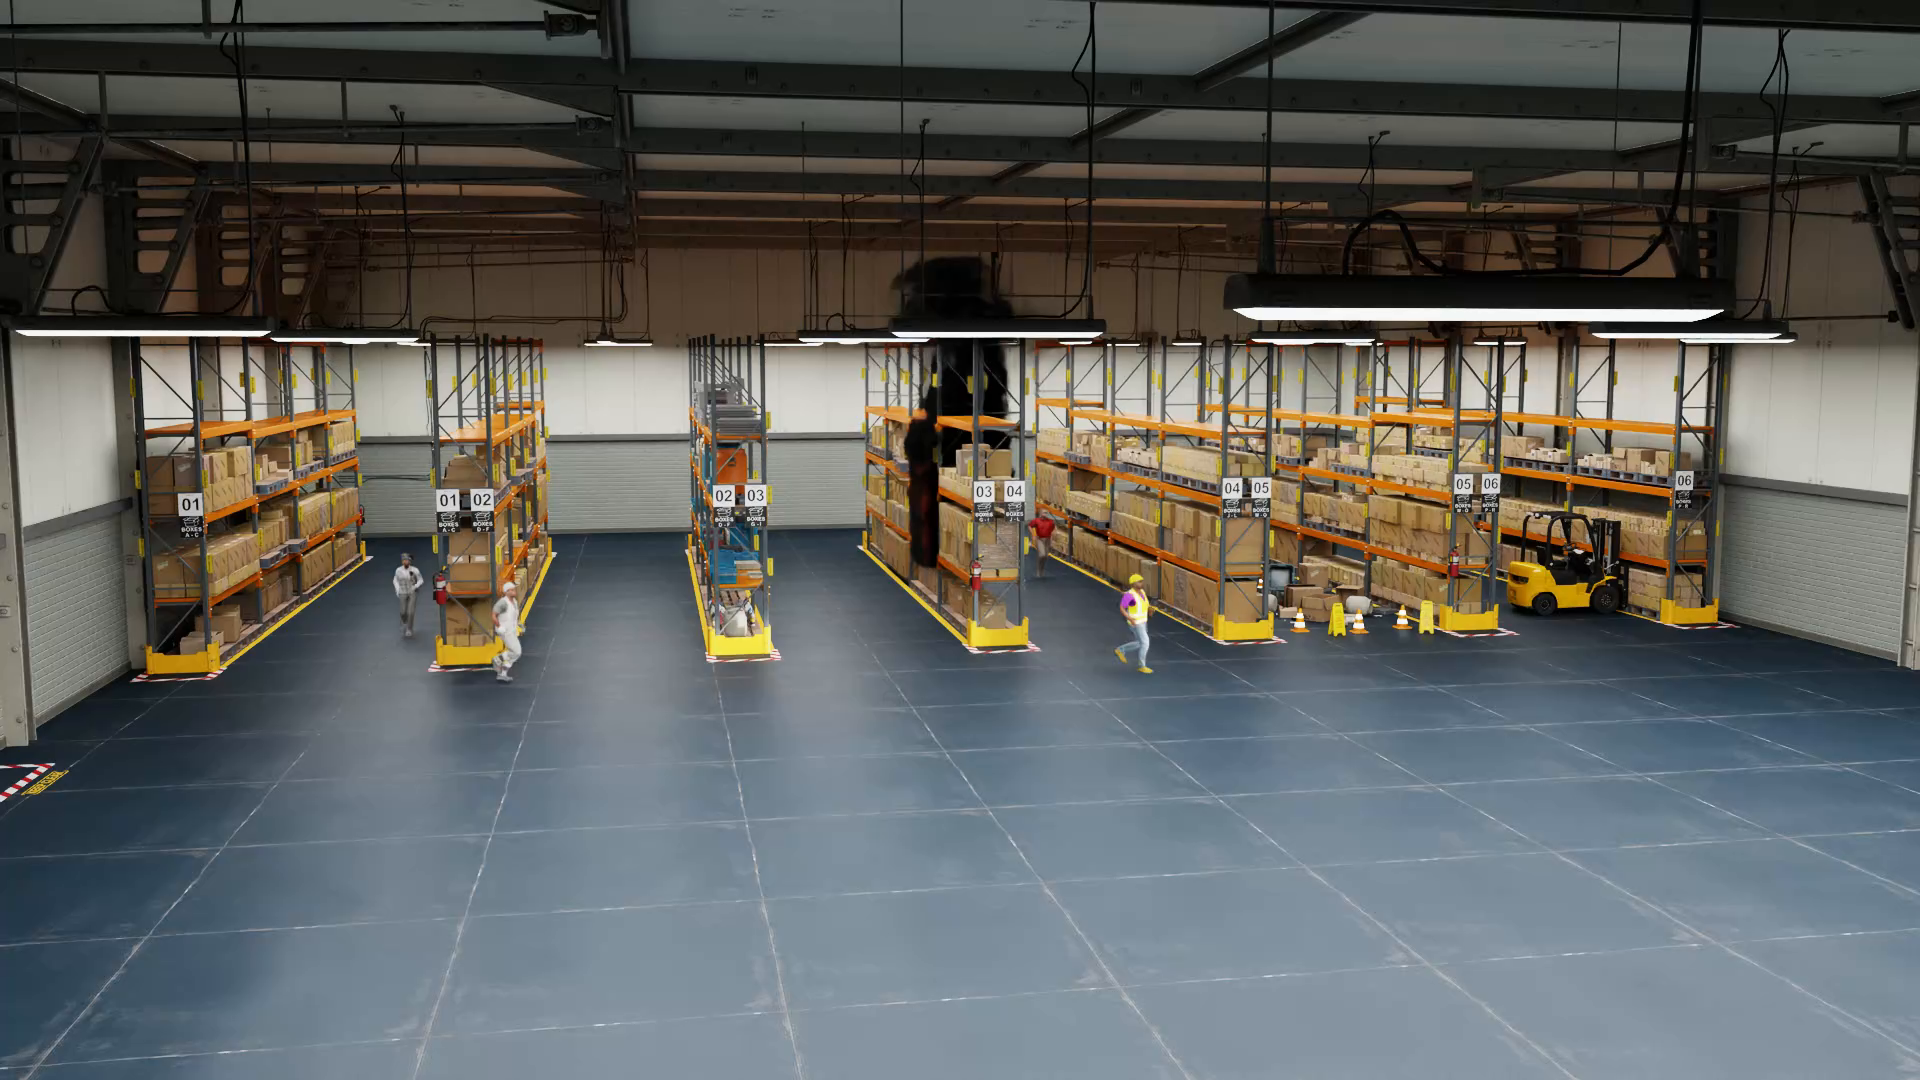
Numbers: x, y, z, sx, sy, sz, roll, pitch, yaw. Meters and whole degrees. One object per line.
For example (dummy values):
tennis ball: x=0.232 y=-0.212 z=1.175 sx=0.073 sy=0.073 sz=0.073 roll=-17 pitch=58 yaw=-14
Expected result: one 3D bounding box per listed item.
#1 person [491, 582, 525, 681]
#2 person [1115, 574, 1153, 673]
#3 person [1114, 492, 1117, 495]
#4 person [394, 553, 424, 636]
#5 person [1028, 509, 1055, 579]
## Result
person: x=-7.828 y=1.580 z=28.801 sx=0.566 sy=1.714 sz=0.623 roll=1 pitch=7 yaw=10
person: x=3.135 y=1.474 z=29.657 sx=0.711 sy=1.754 sz=0.692 roll=4 pitch=8 yaw=31
person: x=4.401 y=-0.582 z=47.996 sx=0.558 sy=1.656 sz=0.560 roll=-2 pitch=7 yaw=-20
person: x=-11.068 y=1.088 z=33.358 sx=0.605 sy=1.669 sz=0.569 roll=-1 pitch=7 yaw=-8
person: x=2.098 y=0.105 z=41.799 sx=0.635 sy=1.782 sz=0.746 roll=-3 pitch=7 yaw=-22
